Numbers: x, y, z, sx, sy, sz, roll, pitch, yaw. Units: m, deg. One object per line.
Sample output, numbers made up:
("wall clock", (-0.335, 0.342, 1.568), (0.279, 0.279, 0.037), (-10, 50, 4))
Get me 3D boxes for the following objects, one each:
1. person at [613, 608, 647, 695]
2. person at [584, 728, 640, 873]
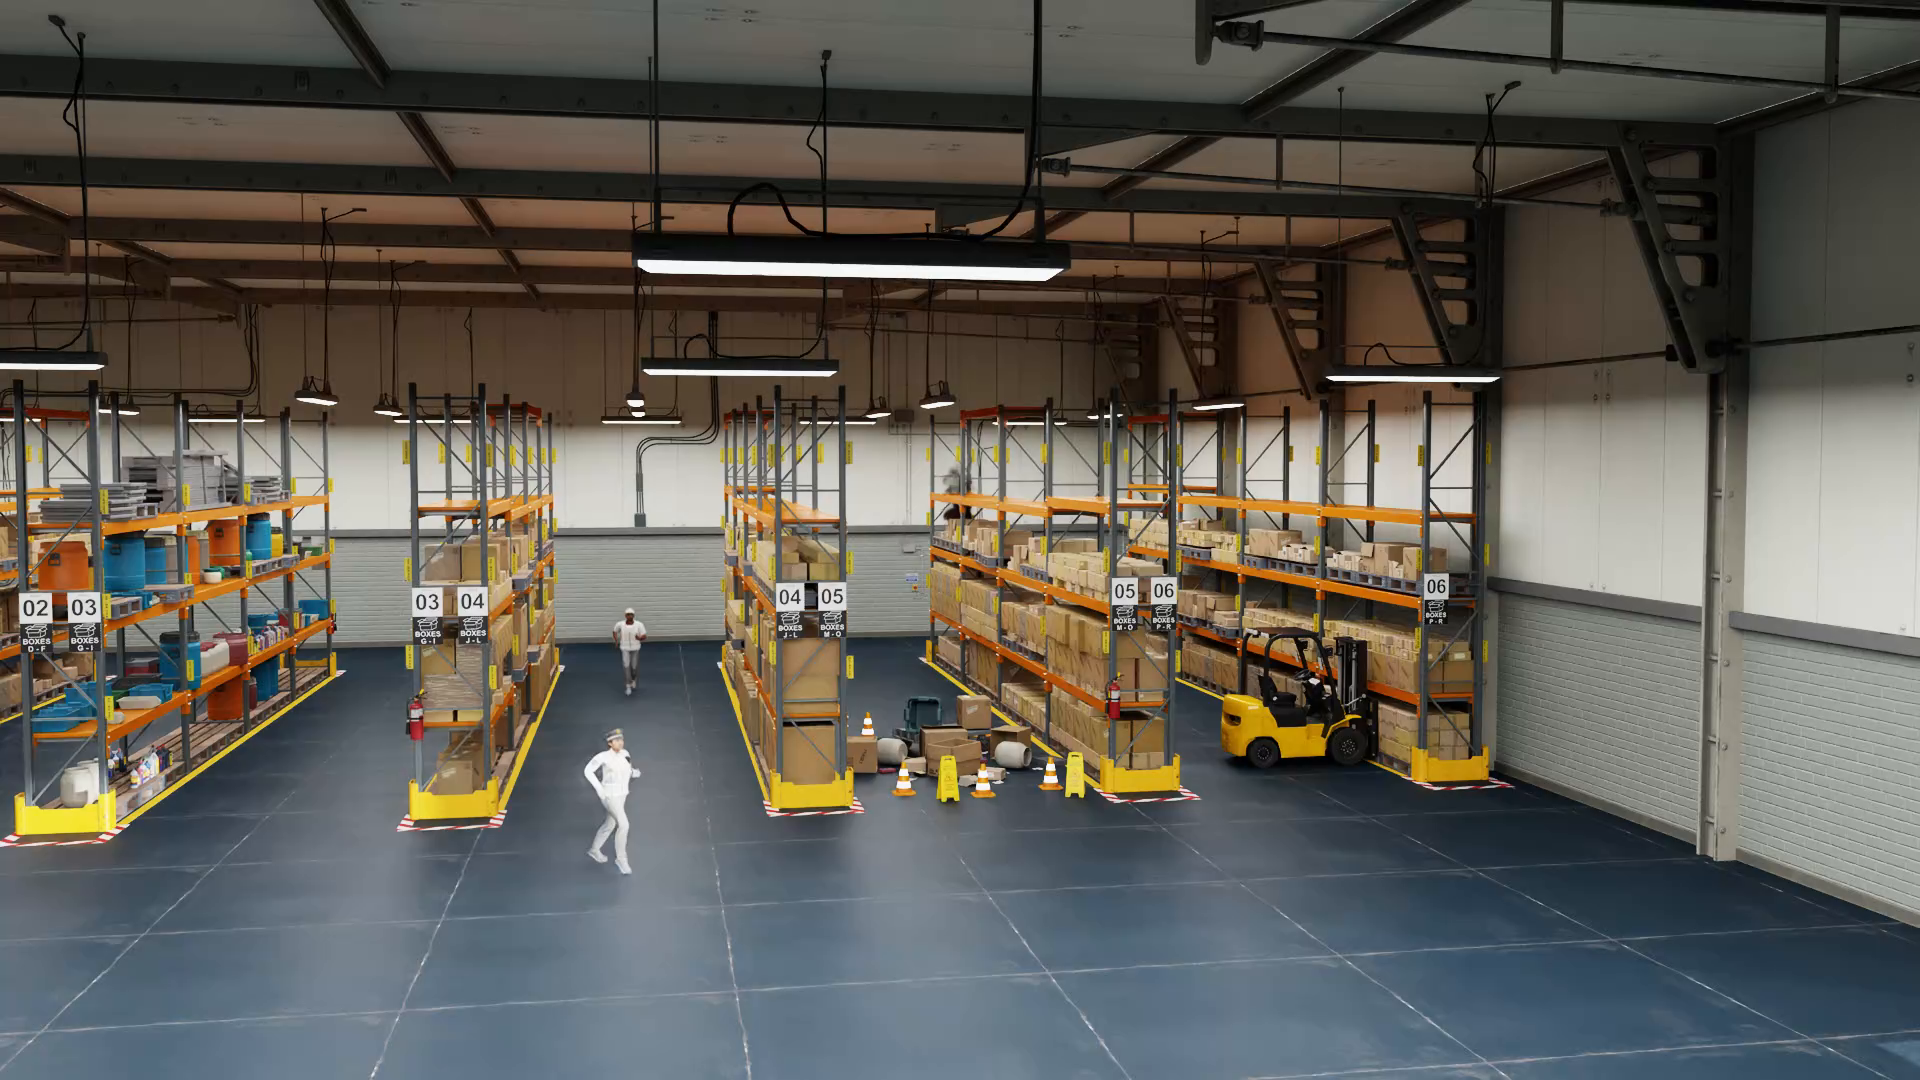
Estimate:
("person", (-6.968, 2.327, 35.133), (0.688, 1.790, 0.840), (-1, 3, -14))
("person", (-4.203, 3.146, 20.186), (0.755, 1.761, 0.581), (2, 3, 28))
